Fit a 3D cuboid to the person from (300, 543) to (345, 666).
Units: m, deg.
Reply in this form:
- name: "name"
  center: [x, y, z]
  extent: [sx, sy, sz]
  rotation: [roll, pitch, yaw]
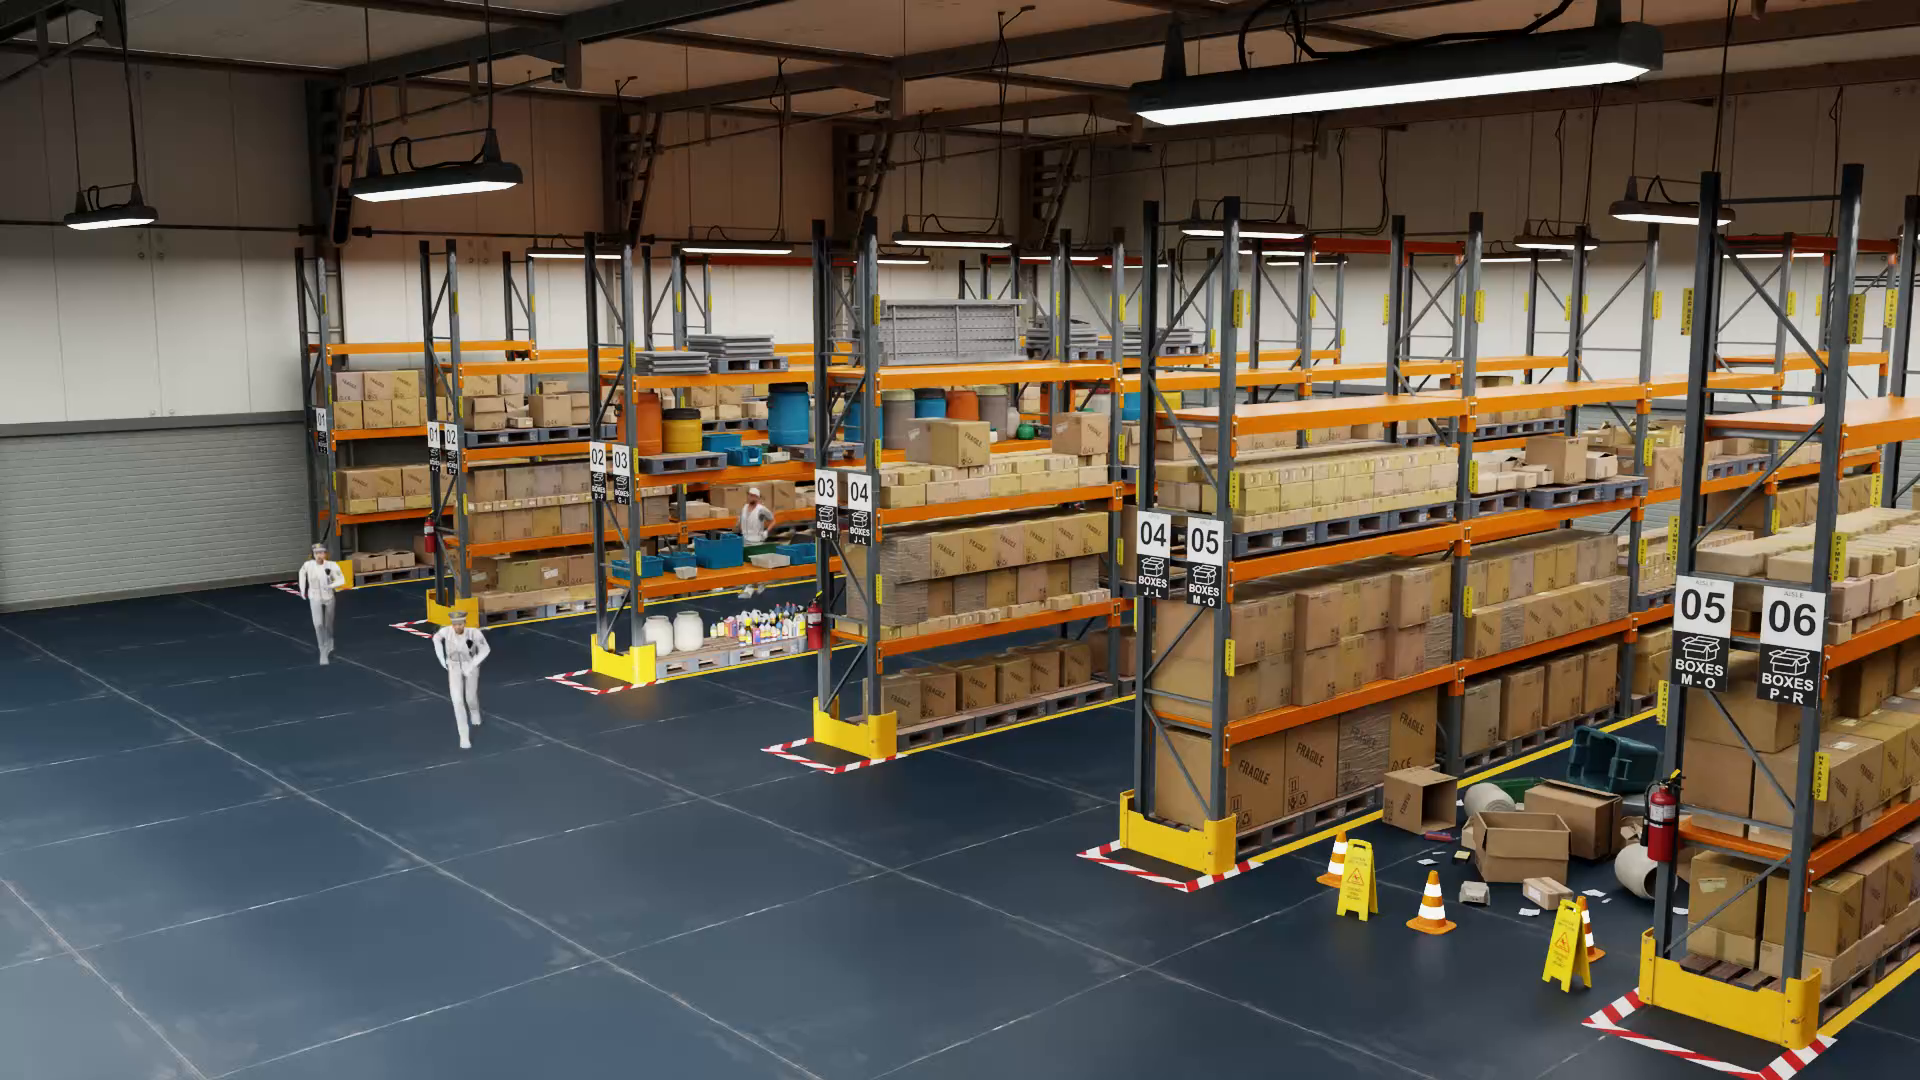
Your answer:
- name: "person"
  center: [-9.078, 0.876, 23.717]
  extent: [0.634, 1.709, 0.946]
  rotation: [-2, 9, -14]

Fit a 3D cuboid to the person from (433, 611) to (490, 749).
- name: "person"
  center: [-5.801, 1.561, 19.476]
  extent: [0.654, 1.625, 0.979]
  rotation: [-1, 8, -5]

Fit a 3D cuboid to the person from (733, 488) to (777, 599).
- name: "person"
  center: [-3.372, 0.043, 27.016]
  extent: [0.672, 1.783, 0.841]
  rotation: [5, 10, 33]
